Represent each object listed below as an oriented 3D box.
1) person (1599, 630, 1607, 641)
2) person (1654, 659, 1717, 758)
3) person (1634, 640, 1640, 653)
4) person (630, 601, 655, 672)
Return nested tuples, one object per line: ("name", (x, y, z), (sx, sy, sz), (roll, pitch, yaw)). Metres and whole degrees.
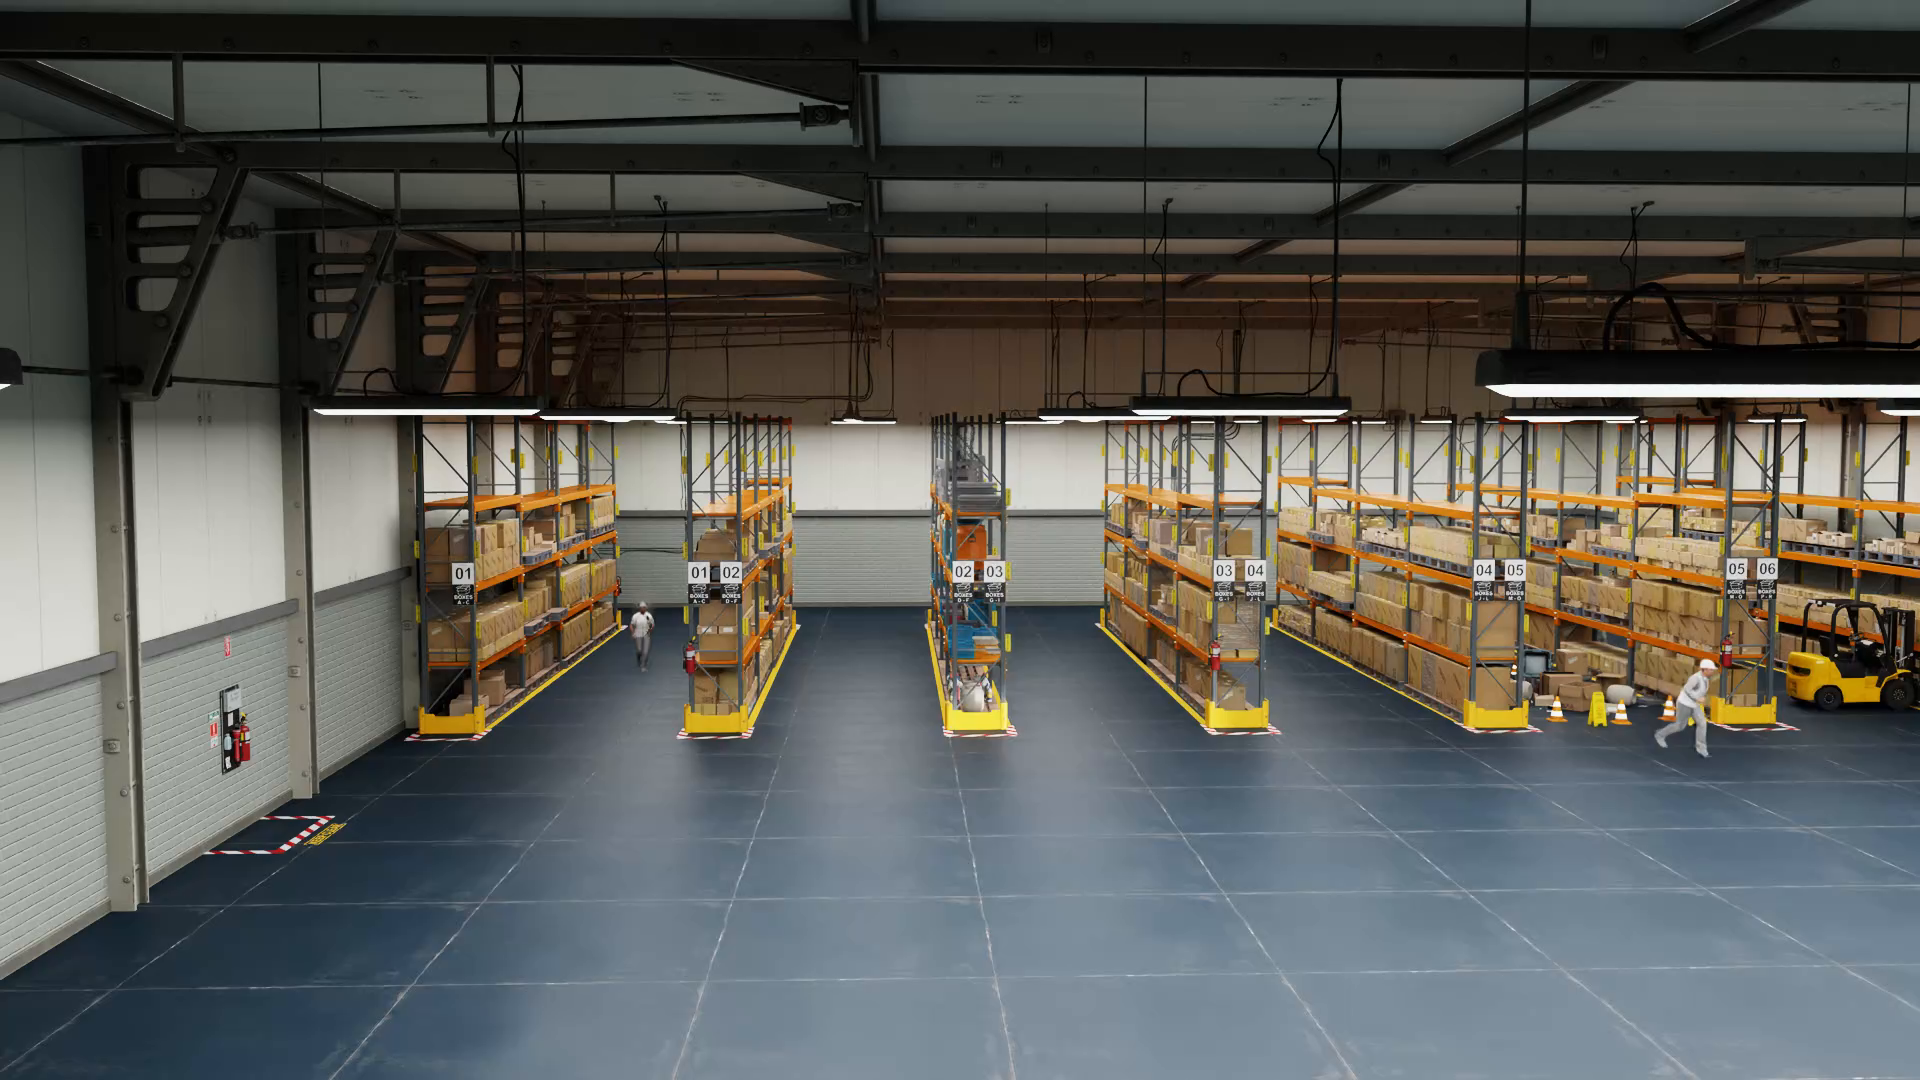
("person", (16.795, 1.883, 44.068), (0.619, 1.725, 0.856), (-1, 4, -7))
("person", (12.698, 2.915, 29.093), (1.045, 1.732, 0.697), (3, 5, 41))
("person", (16.502, 2.181, 40.096), (0.616, 1.743, 0.751), (0, 4, -2))
("person", (-7.410, 2.258, 38.826), (0.570, 1.661, 0.553), (-1, 4, -13))
